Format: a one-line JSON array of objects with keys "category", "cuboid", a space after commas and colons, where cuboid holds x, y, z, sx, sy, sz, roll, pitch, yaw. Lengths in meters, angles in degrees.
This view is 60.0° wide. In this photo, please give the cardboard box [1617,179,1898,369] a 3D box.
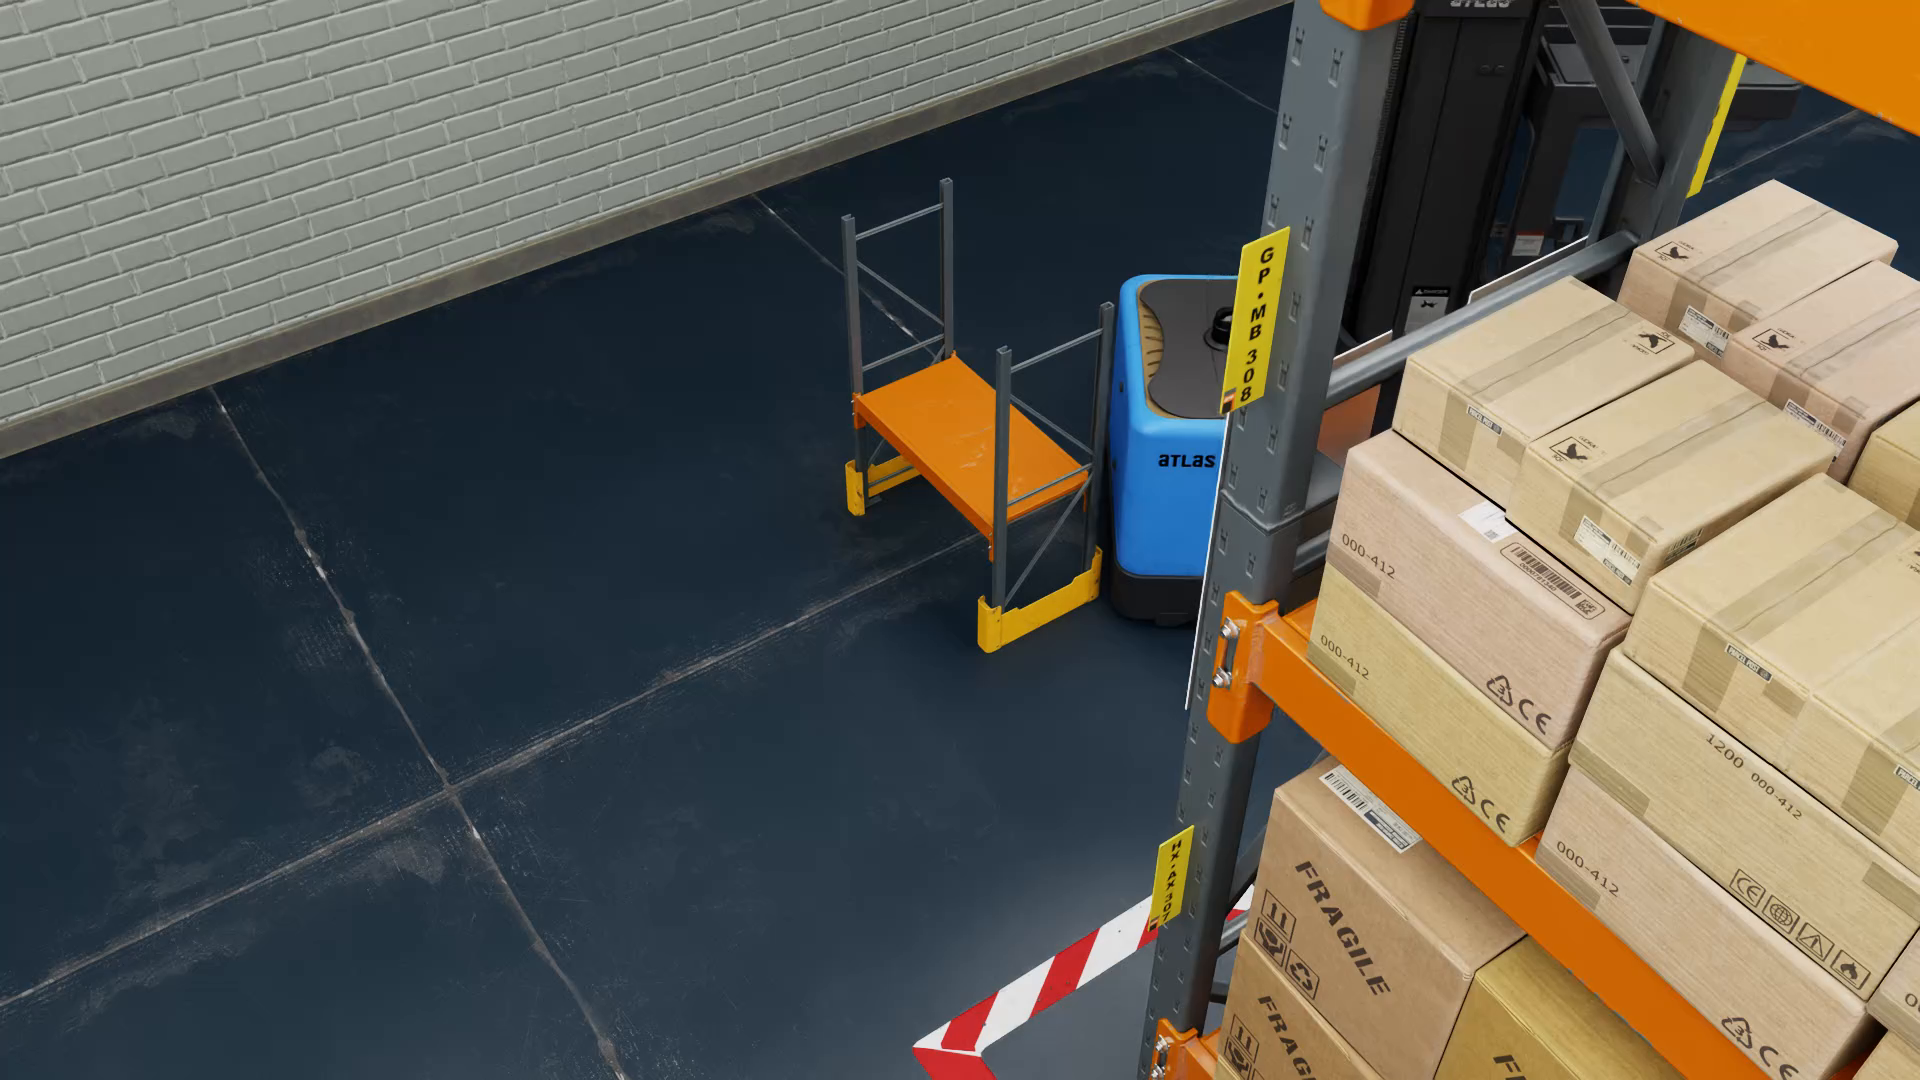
[{"category": "cardboard box", "cuboid": [1.341, -0.438, 2.813, 0.380, 0.149, 0.250, -26, 50, -25]}]

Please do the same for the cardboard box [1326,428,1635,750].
[{"category": "cardboard box", "cuboid": [0.954, -0.009, 2.652, 0.500, 0.250, 0.500, -25, 49, -24]}]

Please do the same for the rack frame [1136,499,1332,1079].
[{"category": "rack frame", "cuboid": [0.910, 0.846, 4.182, 1.000, 3.000, 0.127, -26, 49, -24]}]

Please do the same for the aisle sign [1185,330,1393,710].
[{"category": "aisle sign", "cuboid": [0.622, -0.017, 3.204, 0.394, 0.787, 0.004, -26, 49, -24]}]

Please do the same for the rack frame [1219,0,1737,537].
[{"category": "rack frame", "cuboid": [0.910, -1.324, 2.111, 1.000, 3.000, 0.127, -26, 49, -24]}]

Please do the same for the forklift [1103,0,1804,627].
[{"category": "forklift", "cuboid": [2.146, -1.020, 6.187, 3.031, 2.935, 1.130, 1, 44, 1]}]

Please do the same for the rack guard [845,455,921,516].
[{"category": "rack guard", "cuboid": [-0.241, -0.329, 7.405, 0.587, 0.250, 0.087, -26, 49, -24]}]

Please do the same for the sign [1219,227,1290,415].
[{"category": "sign", "cuboid": [0.465, -0.341, 2.620, 0.100, 0.325, 0.005, -26, 49, -24]}]

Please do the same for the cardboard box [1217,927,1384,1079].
[{"category": "cardboard box", "cuboid": [0.940, 1.066, 3.665, 0.500, 0.500, 0.500, -23, 48, -23]}]

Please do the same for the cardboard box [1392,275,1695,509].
[{"category": "cardboard box", "cuboid": [0.909, -0.236, 2.602, 0.380, 0.149, 0.250, -26, 49, -25]}]

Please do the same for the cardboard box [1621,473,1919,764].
[{"category": "cardboard box", "cuboid": [1.135, 0.098, 2.252, 0.380, 0.149, 0.250, -26, 49, -24]}]

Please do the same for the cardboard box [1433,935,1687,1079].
[{"category": "cardboard box", "cuboid": [1.243, 0.983, 3.027, 0.500, 0.500, 0.500, -24, 49, -23]}]

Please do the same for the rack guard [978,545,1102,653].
[{"category": "rack guard", "cuboid": [0.329, 0.235, 6.814, 0.587, 0.250, 0.087, -26, 49, -24]}]

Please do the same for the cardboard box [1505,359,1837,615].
[{"category": "cardboard box", "cuboid": [1.040, -0.085, 2.443, 0.380, 0.149, 0.250, -24, 49, -23]}]

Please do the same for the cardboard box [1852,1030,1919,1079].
[{"category": "cardboard box", "cuboid": [1.560, 0.757, 2.212, 0.500, 0.250, 0.500, -27, 50, -26]}]

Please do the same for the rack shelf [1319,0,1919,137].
[{"category": "rack shelf", "cuboid": [2.054, 0.070, 1.174, 1.077, 0.370, 4.000, -26, 49, -24]}]

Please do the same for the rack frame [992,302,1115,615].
[{"category": "rack frame", "cuboid": [0.340, -0.206, 6.371, 0.500, 1.500, 0.032, -26, 49, -24]}]

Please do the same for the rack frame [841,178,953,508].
[{"category": "rack frame", "cuboid": [-0.242, -0.782, 6.974, 0.500, 1.500, 0.032, -26, 49, -24]}]

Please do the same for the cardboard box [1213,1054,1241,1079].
[{"category": "cardboard box", "cuboid": [0.827, 1.250, 3.941, 0.380, 0.149, 0.250, -26, 49, -25]}]

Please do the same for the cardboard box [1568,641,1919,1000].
[{"category": "cardboard box", "cuboid": [1.248, 0.281, 2.349, 0.500, 0.250, 0.500, -26, 50, -25]}]

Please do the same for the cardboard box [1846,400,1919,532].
[{"category": "cardboard box", "cuboid": [1.550, -0.114, 2.474, 0.380, 0.149, 0.250, -27, 50, -26]}]

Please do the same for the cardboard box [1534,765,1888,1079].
[{"category": "cardboard box", "cuboid": [1.255, 0.471, 2.512, 0.500, 0.250, 0.500, -24, 49, -23]}]

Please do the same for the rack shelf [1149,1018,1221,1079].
[{"category": "rack shelf", "cuboid": [2.054, 2.239, 3.244, 1.077, 0.370, 4.000, -26, 49, -24]}]

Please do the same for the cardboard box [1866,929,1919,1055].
[{"category": "cardboard box", "cuboid": [1.527, 0.572, 2.044, 0.500, 0.250, 0.500, -25, 49, -24]}]

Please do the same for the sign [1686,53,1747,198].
[{"category": "sign", "cuboid": [1.377, -0.767, 3.059, 0.100, 0.325, 0.005, -26, 49, -24]}]

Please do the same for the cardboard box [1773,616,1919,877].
[{"category": "cardboard box", "cuboid": [1.274, 0.236, 2.107, 0.380, 0.149, 0.250, -25, 49, -24]}]

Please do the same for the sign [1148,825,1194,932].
[{"category": "sign", "cuboid": [0.465, 0.747, 3.659, 0.100, 0.325, 0.005, -26, 49, -24]}]

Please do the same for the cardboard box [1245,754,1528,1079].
[{"category": "cardboard box", "cuboid": [0.949, 0.700, 3.324, 0.500, 0.500, 0.500, -26, 49, -25]}]

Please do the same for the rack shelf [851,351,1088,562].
[{"category": "rack shelf", "cuboid": [0.049, -0.364, 6.797, 0.538, 0.185, 1.000, -26, 49, -24]}]

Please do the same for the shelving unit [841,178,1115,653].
[{"category": "shelving unit", "cuboid": [0.044, -0.499, 6.678, 0.587, 1.500, 1.083, -26, 49, -24]}]

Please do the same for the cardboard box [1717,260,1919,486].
[{"category": "cardboard box", "cuboid": [1.420, -0.268, 2.635, 0.380, 0.149, 0.250, -25, 49, -24]}]

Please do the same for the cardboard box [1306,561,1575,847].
[{"category": "cardboard box", "cuboid": [0.957, 0.171, 2.826, 0.500, 0.250, 0.500, -24, 49, -23]}]

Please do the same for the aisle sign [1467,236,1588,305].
[{"category": "aisle sign", "cuboid": [1.114, -0.254, 3.452, 0.394, 0.787, 0.004, -26, 49, -24]}]

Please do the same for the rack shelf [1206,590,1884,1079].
[{"category": "rack shelf", "cuboid": [2.054, 1.154, 2.209, 1.077, 0.370, 4.000, -26, 49, -24]}]
